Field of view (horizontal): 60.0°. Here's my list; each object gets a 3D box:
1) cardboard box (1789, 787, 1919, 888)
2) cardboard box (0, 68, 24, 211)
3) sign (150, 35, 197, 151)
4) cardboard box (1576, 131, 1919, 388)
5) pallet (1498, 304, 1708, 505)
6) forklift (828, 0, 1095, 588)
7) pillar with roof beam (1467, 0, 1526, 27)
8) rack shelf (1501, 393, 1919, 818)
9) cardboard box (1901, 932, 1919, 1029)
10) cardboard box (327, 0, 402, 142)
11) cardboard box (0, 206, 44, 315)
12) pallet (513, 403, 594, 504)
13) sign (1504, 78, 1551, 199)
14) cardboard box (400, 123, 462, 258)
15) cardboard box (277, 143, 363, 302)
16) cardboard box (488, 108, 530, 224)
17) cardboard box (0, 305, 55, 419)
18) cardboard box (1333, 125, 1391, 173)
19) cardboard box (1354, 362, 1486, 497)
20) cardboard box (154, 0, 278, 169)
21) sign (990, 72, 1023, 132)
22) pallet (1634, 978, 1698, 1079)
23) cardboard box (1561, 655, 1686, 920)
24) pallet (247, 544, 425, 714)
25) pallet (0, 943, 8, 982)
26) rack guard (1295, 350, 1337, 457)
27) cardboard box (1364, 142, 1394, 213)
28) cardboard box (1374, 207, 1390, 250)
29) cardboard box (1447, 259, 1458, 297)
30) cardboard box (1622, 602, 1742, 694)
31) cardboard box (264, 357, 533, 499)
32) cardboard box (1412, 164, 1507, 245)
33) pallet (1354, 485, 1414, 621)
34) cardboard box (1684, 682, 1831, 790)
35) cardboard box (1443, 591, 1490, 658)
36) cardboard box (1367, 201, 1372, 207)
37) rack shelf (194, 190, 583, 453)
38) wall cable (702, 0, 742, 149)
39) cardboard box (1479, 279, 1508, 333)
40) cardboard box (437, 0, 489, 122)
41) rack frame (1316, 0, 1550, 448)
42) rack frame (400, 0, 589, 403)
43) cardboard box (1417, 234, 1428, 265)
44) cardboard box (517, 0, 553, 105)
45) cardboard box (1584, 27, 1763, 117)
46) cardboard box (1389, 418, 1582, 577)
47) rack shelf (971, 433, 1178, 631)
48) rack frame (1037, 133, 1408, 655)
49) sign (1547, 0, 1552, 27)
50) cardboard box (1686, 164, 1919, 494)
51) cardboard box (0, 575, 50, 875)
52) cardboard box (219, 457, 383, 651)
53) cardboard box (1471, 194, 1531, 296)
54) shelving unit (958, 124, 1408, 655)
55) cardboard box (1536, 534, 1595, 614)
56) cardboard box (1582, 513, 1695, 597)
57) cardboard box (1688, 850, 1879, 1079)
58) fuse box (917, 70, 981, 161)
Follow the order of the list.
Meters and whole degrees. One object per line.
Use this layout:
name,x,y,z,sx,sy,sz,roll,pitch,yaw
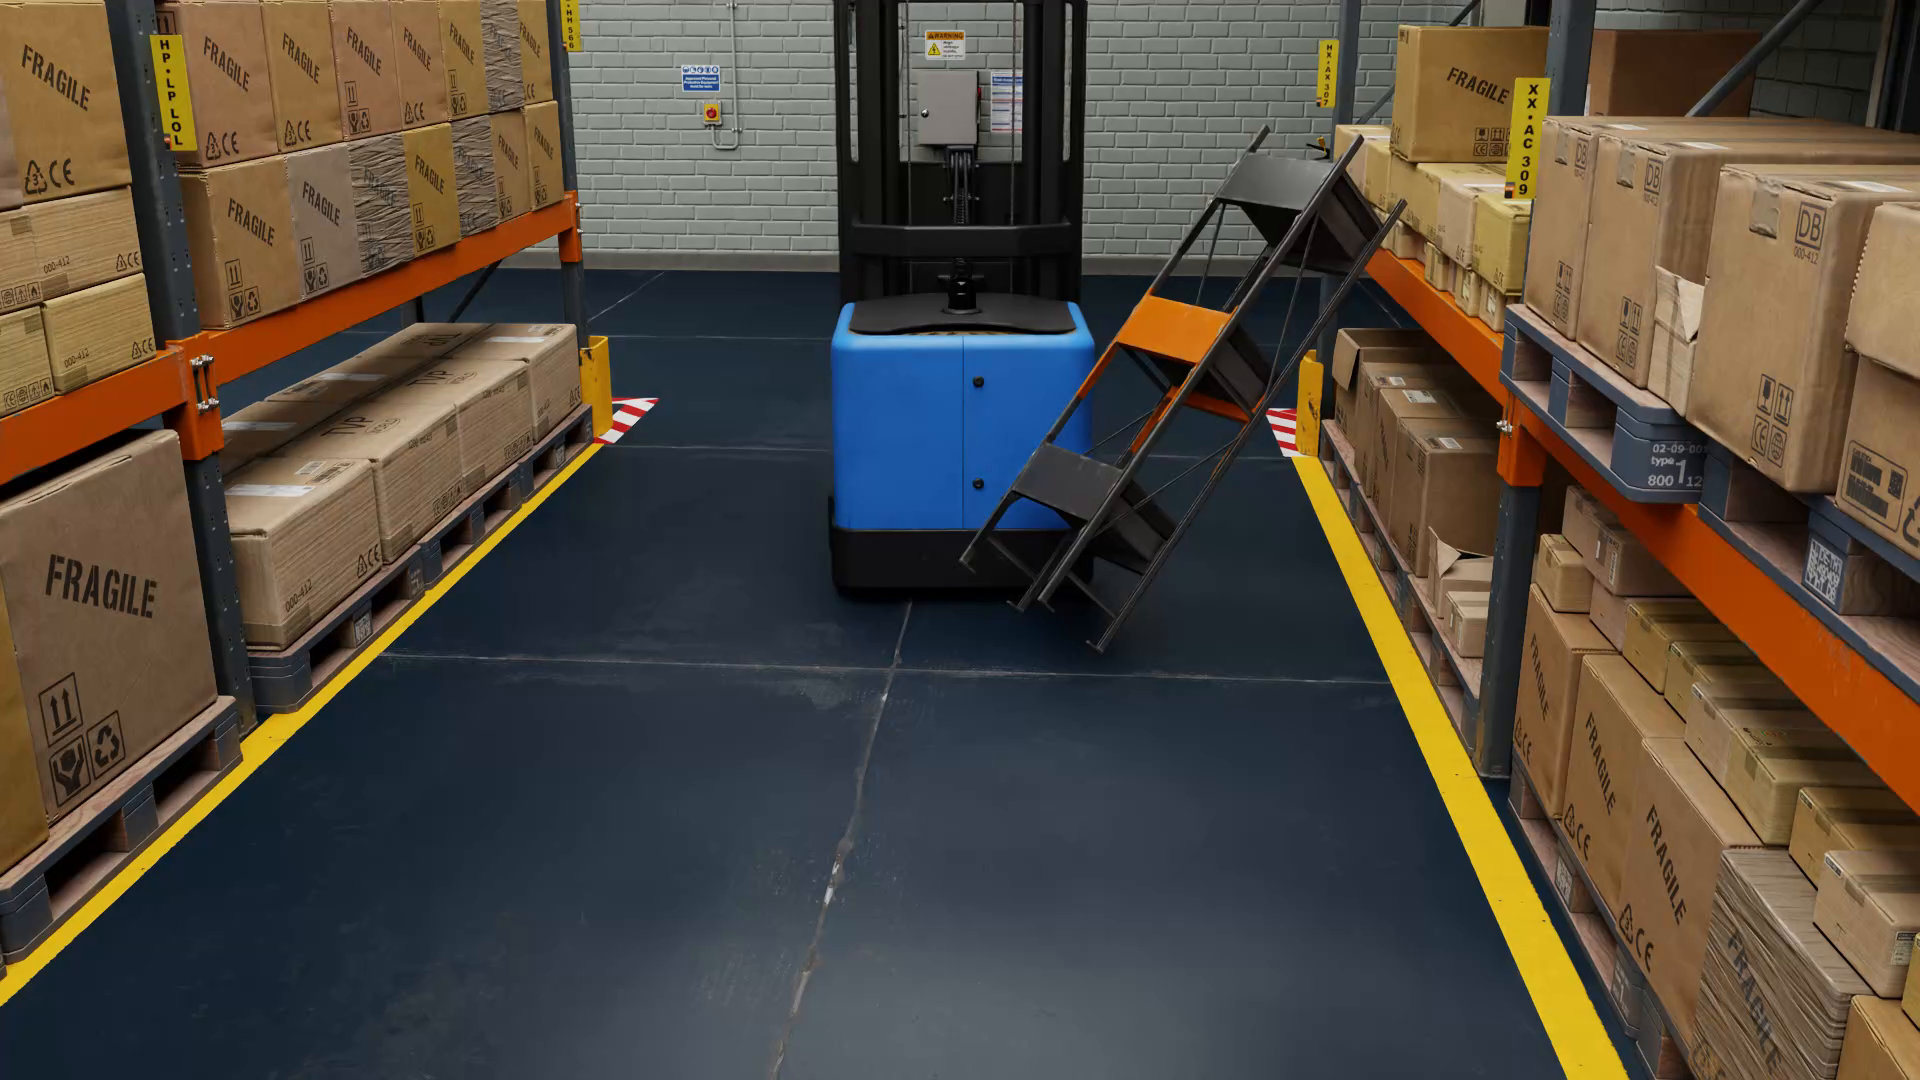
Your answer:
cardboard box,1.802,0.588,3.108,0.380,0.149,0.250,1,18,4
cardboard box,-2.648,-1.016,3.939,0.500,0.500,0.500,2,18,5
sign,-2.295,-1.302,4.846,0.100,0.325,0.005,1,18,4
cardboard box,1.820,-0.629,3.692,0.700,0.500,0.500,1,18,5
pallet,1.948,-0.352,3.987,1.003,0.211,1.213,1,18,4
forklift,-0.002,-1.607,7.620,1.130,2.935,3.031,0,18,-1
pillar with roof beam,-0.800,-5.695,10.352,9.100,9.000,0.400,1,18,4
rack shelf,1.971,0.275,2.923,1.077,0.370,4.000,1,18,4
cardboard box,1.744,0.750,2.615,0.380,0.149,0.250,1,18,3
cardboard box,-2.471,-1.779,6.268,0.500,0.500,0.500,2,18,5
cardboard box,-2.654,-0.667,4.078,0.500,0.250,0.500,2,18,5
pallet,-2.529,-0.465,8.504,1.003,0.211,1.213,1,18,4
sign,1.573,-1.110,4.602,0.100,0.325,0.005,1,18,4
cardboard box,-2.423,-1.456,6.889,0.500,0.500,0.500,2,18,6
cardboard box,-2.502,-1.142,5.930,0.500,0.500,0.500,1,18,4
cardboard box,-2.372,-1.777,7.867,0.500,0.500,0.500,1,18,3
cardboard box,-2.655,-0.424,4.140,0.500,0.250,0.500,1,18,3
cardboard box,2.100,-1.866,8.064,0.500,0.250,0.500,1,18,4
cardboard box,2.163,-0.490,7.441,0.700,0.500,0.500,2,18,6
cardboard box,-2.561,-1.463,5.305,0.500,0.500,0.500,1,18,4
sign,0.423,-3.708,14.075,0.329,0.494,0.001,1,18,4
pallet,2.009,1.270,3.208,1.003,0.211,1.213,1,18,4
cardboard box,1.827,0.611,4.082,0.500,0.500,0.500,1,18,3
pallet,-2.704,0.293,6.191,1.003,0.211,1.213,1,18,4
pallet,-2.902,1.148,3.580,1.003,0.211,1.213,1,18,4
rack guard,2.396,-0.719,8.816,1.175,0.500,0.348,1,18,4
cardboard box,2.031,-1.552,7.105,0.500,0.250,0.500,1,18,3
cardboard box,1.962,-1.316,7.027,0.380,0.149,0.250,1,18,2
cardboard box,1.923,-0.917,5.809,0.380,0.149,0.250,2,18,5
cardboard box,1.874,0.265,4.096,0.380,0.149,0.250,0,18,1
cardboard box,-2.555,-0.531,7.666,0.875,0.438,0.875,2,18,5
cardboard box,1.978,-1.233,6.131,0.500,0.250,0.500,1,18,4
pallet,2.249,0.044,6.952,1.003,0.211,1.213,1,18,4
cardboard box,1.812,0.427,3.601,0.380,0.149,0.250,1,18,4
cardboard box,1.861,0.287,5.634,0.380,0.149,0.250,1,18,2
cardboard box,2.132,-1.635,8.000,0.380,0.149,0.250,2,18,5
rack shelf,-2.693,-1.077,7.049,1.077,0.370,4.000,1,18,4
wall cable,-2.169,-4.290,14.016,0.585,1.953,0.123,1,18,4
cardboard box,1.882,-0.755,5.314,0.380,0.149,0.250,2,18,5
cardboard box,-2.394,-2.092,7.223,0.500,0.500,0.500,1,18,4
rack frame,2.401,-1.931,8.498,1.000,3.000,0.127,1,18,4
rack frame,-2.550,-2.040,8.833,1.000,3.000,0.127,1,18,4
cardboard box,2.014,-1.153,6.527,0.380,0.149,0.250,1,18,4
cardboard box,-2.347,-2.408,8.189,0.500,0.500,0.500,2,18,6
cardboard box,2.487,-1.572,5.961,0.500,0.500,0.500,1,18,2
cardboard box,2.088,-0.168,6.457,0.700,0.500,0.500,1,18,2
rack shelf,0.445,-0.023,6.181,0.431,0.518,0.480,41,-10,-38
rack frame,0.989,-0.537,6.087,0.400,2.100,0.015,41,-10,-38
sign,2.953,-2.613,8.212,0.100,0.325,0.005,1,18,4
cardboard box,1.763,-0.386,2.948,0.700,0.500,0.500,1,18,4
cardboard box,-2.858,0.487,3.857,0.875,0.875,0.875,2,18,6
cardboard box,-2.685,0.027,5.963,0.875,0.438,0.875,1,18,3
cardboard box,1.908,-0.922,5.183,0.500,0.250,0.500,2,18,5
shelving unit,0.851,-0.602,6.278,0.431,2.100,0.503,41,-10,-38
cardboard box,1.823,0.097,4.608,0.380,0.149,0.250,2,18,7
cardboard box,1.852,0.037,4.312,0.380,0.149,0.250,0,18,1
cardboard box,1.743,0.926,3.118,0.500,0.500,0.500,1,18,2
fuse box,-0.084,-3.088,14.098,0.539,1.711,0.414,1,18,4
